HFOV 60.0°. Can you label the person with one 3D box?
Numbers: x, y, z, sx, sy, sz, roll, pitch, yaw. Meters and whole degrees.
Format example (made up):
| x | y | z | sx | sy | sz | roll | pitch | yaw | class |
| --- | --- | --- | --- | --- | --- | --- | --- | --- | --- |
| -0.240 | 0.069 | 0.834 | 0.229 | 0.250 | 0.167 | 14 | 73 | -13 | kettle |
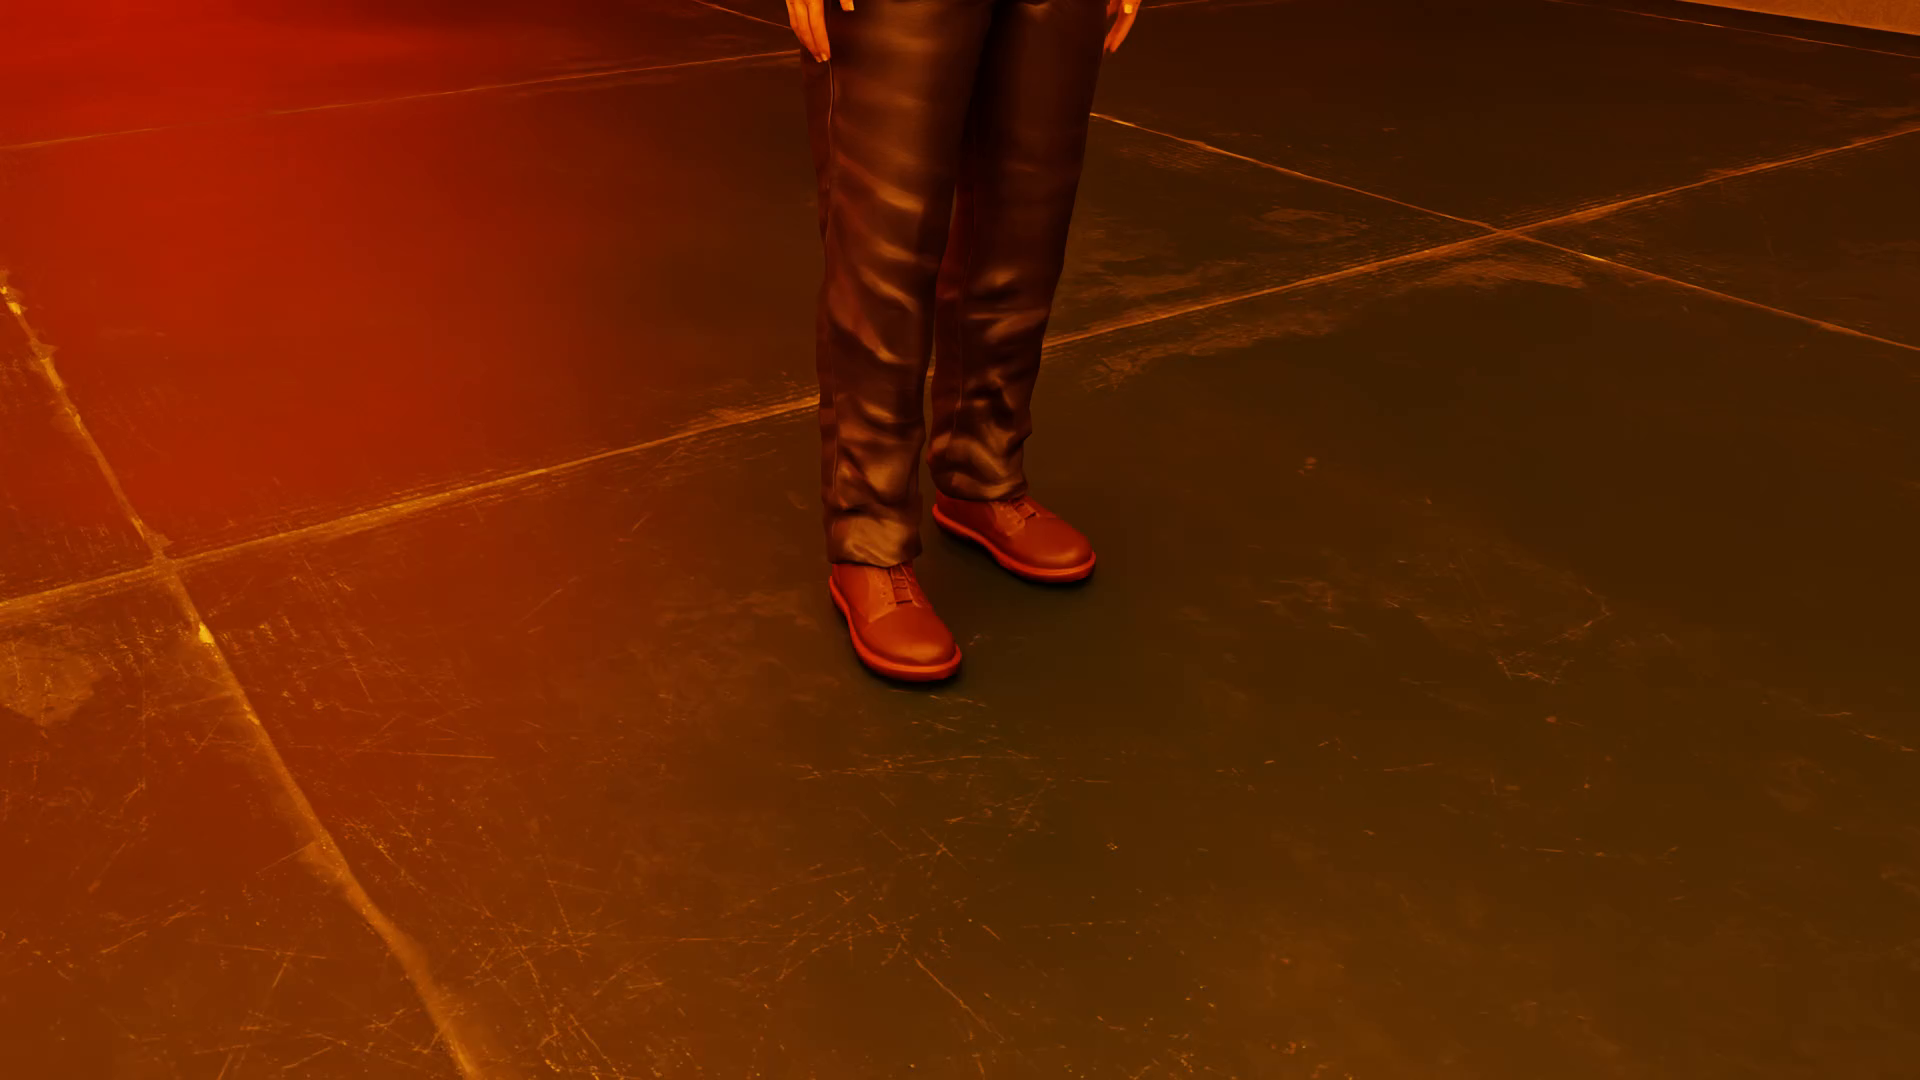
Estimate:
| x | y | z | sx | sy | sz | roll | pitch | yaw | class |
| --- | --- | --- | --- | --- | --- | --- | --- | --- | --- |
| 0.032 | -0.700 | 2.052 | 0.598 | 1.640 | 0.503 | -17 | 31 | -31 | person |
